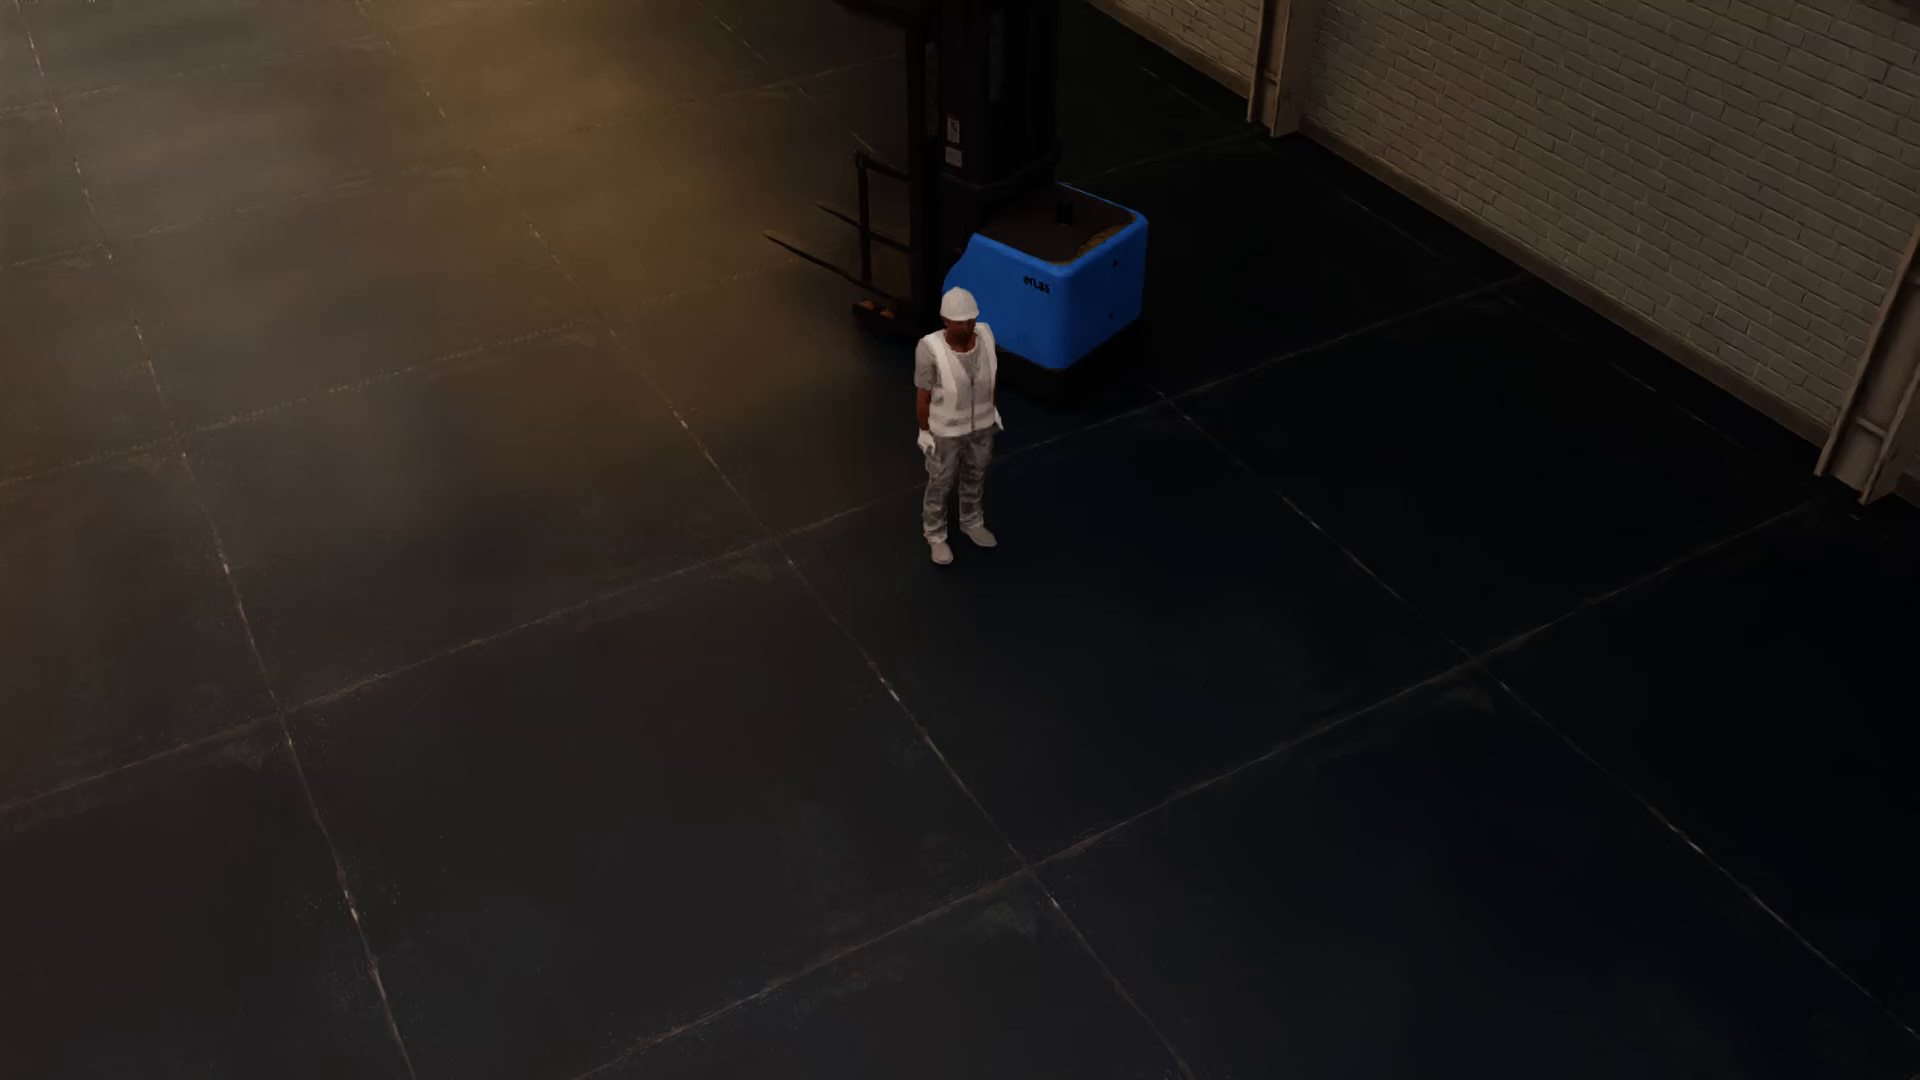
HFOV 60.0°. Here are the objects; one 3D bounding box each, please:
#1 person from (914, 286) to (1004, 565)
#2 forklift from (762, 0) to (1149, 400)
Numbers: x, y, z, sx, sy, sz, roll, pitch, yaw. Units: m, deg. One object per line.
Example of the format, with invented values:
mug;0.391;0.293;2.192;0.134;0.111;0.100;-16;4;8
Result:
person;0.008;-0.681;9.753;0.546;1.790;0.365;-20;44;-23
forklift;-0.154;-2.878;11.506;3.031;2.935;1.130;28;47;30
